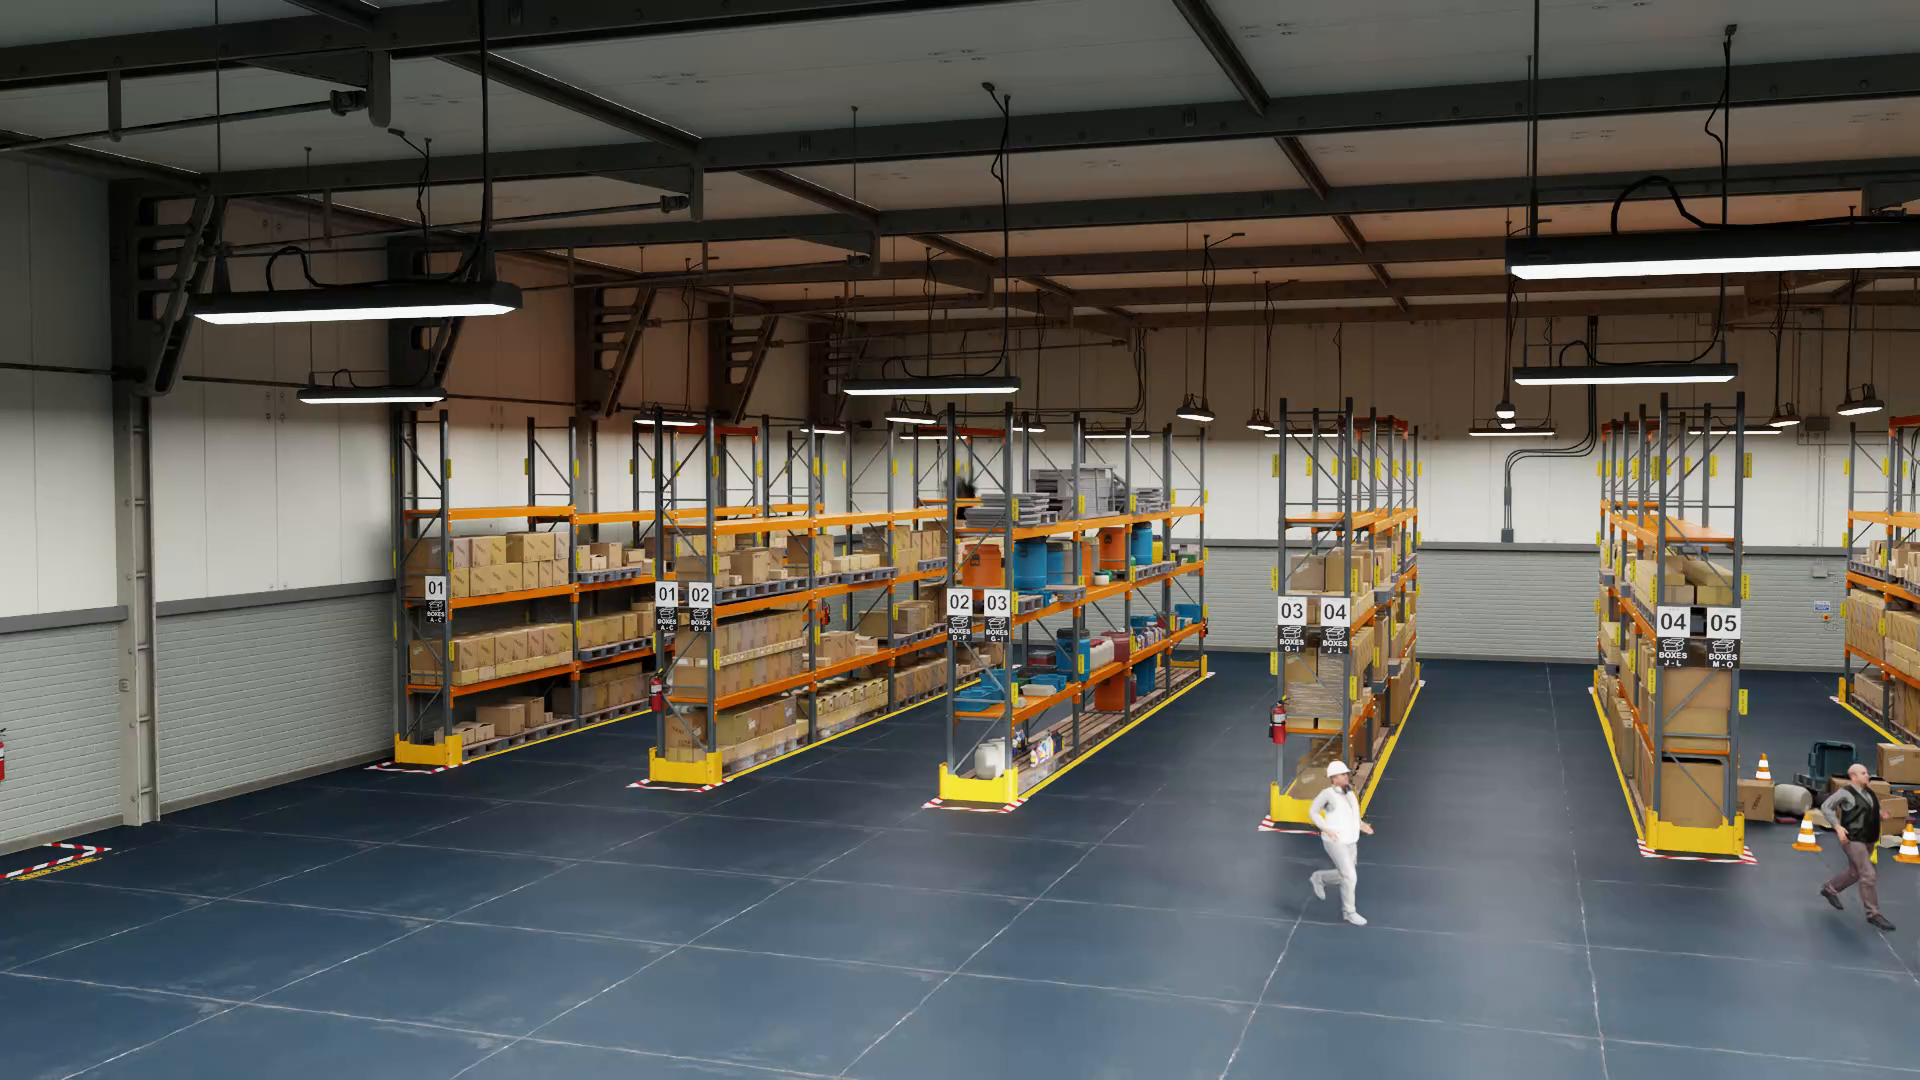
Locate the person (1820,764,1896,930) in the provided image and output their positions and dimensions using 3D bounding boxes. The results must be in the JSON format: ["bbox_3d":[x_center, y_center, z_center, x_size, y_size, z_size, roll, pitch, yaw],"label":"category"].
[{"bbox_3d":[9.895,3.328,18.314,0.650,1.719,0.956,-1,3,-29],"label":"person"}]

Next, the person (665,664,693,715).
[{"bbox_3d":[-5.015,2.850,30.143,0.710,1.751,0.712,0,2,8],"label":"person"}]

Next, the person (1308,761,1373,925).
[{"bbox_3d":[4.199,3.343,18.538,0.662,1.763,0.819,-2,3,-40],"label":"person"}]
